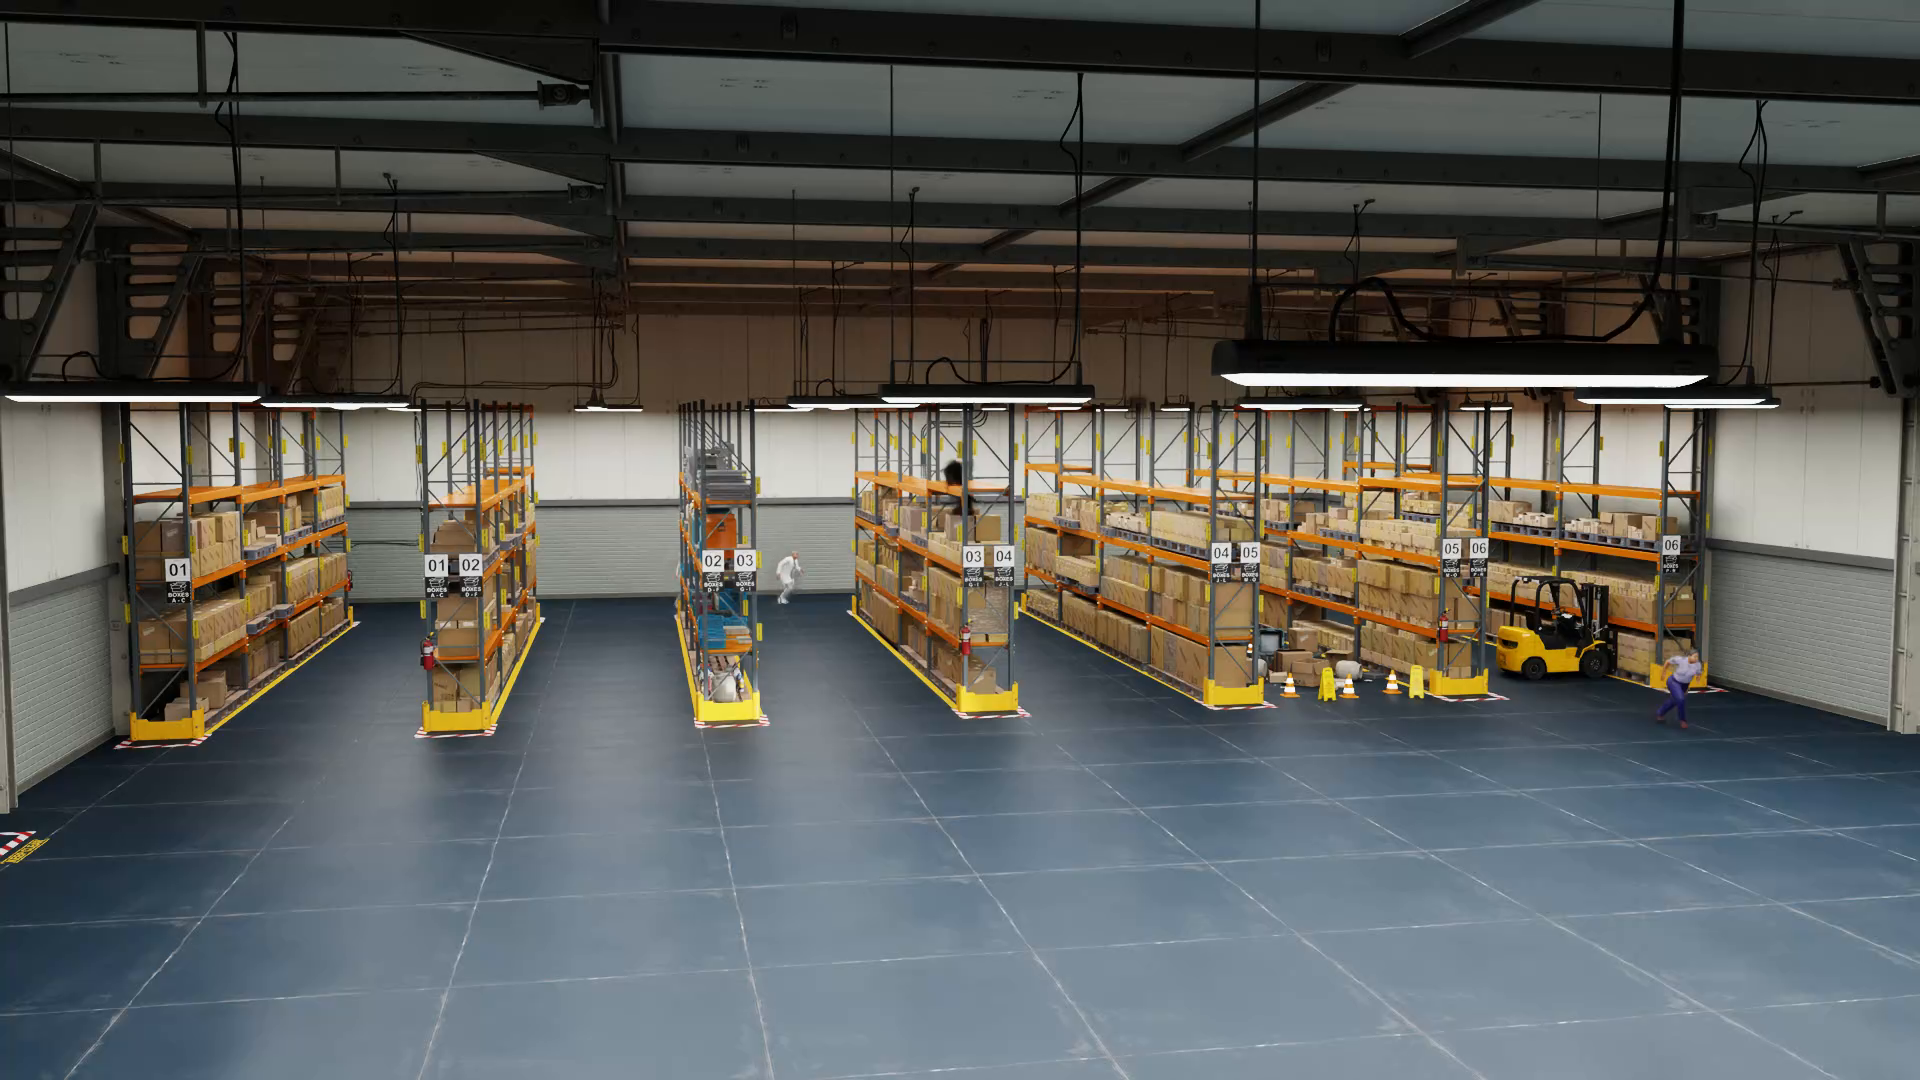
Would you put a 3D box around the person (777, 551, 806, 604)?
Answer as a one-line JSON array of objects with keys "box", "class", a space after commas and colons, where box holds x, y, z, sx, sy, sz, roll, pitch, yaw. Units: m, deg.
[{"box": [-5.092, 1.131, 50.199, 0.975, 1.626, 0.733, 2, 5, 25], "class": "person"}]

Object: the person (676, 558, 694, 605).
[{"box": [-7.998, 1.140, 49.336, 0.696, 1.687, 0.778, 3, 5, 34], "class": "person"}]

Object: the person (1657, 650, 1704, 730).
[{"box": [13.200, 2.741, 30.471, 0.582, 1.340, 1.038, -1, 4, -12], "class": "person"}]
